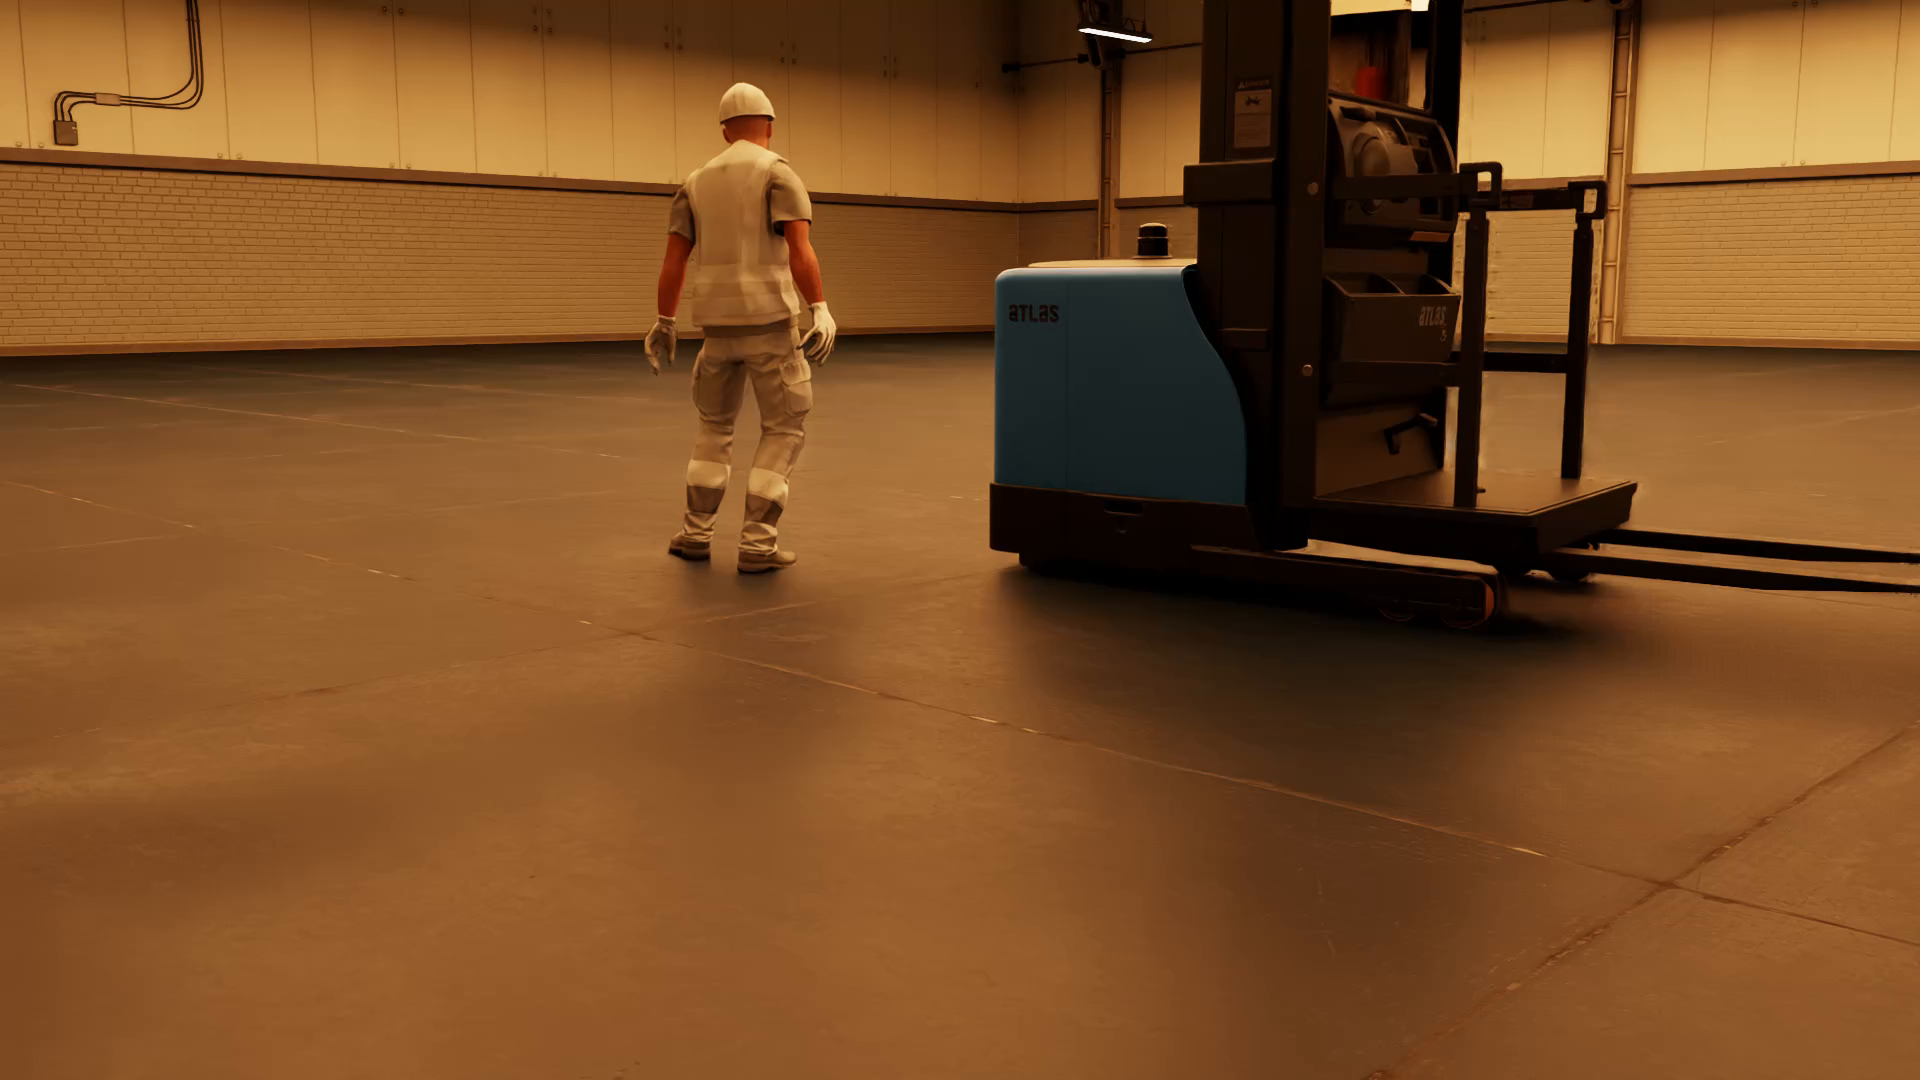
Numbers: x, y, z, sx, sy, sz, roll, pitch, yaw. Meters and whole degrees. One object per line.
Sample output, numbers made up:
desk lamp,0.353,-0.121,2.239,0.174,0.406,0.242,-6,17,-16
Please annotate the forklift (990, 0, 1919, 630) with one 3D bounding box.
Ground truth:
forklift,1.587,-1.272,5.319,3.031,2.935,1.130,6,11,37

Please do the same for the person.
person,-0.771,-0.774,6.060,0.880,1.749,0.454,5,10,30
